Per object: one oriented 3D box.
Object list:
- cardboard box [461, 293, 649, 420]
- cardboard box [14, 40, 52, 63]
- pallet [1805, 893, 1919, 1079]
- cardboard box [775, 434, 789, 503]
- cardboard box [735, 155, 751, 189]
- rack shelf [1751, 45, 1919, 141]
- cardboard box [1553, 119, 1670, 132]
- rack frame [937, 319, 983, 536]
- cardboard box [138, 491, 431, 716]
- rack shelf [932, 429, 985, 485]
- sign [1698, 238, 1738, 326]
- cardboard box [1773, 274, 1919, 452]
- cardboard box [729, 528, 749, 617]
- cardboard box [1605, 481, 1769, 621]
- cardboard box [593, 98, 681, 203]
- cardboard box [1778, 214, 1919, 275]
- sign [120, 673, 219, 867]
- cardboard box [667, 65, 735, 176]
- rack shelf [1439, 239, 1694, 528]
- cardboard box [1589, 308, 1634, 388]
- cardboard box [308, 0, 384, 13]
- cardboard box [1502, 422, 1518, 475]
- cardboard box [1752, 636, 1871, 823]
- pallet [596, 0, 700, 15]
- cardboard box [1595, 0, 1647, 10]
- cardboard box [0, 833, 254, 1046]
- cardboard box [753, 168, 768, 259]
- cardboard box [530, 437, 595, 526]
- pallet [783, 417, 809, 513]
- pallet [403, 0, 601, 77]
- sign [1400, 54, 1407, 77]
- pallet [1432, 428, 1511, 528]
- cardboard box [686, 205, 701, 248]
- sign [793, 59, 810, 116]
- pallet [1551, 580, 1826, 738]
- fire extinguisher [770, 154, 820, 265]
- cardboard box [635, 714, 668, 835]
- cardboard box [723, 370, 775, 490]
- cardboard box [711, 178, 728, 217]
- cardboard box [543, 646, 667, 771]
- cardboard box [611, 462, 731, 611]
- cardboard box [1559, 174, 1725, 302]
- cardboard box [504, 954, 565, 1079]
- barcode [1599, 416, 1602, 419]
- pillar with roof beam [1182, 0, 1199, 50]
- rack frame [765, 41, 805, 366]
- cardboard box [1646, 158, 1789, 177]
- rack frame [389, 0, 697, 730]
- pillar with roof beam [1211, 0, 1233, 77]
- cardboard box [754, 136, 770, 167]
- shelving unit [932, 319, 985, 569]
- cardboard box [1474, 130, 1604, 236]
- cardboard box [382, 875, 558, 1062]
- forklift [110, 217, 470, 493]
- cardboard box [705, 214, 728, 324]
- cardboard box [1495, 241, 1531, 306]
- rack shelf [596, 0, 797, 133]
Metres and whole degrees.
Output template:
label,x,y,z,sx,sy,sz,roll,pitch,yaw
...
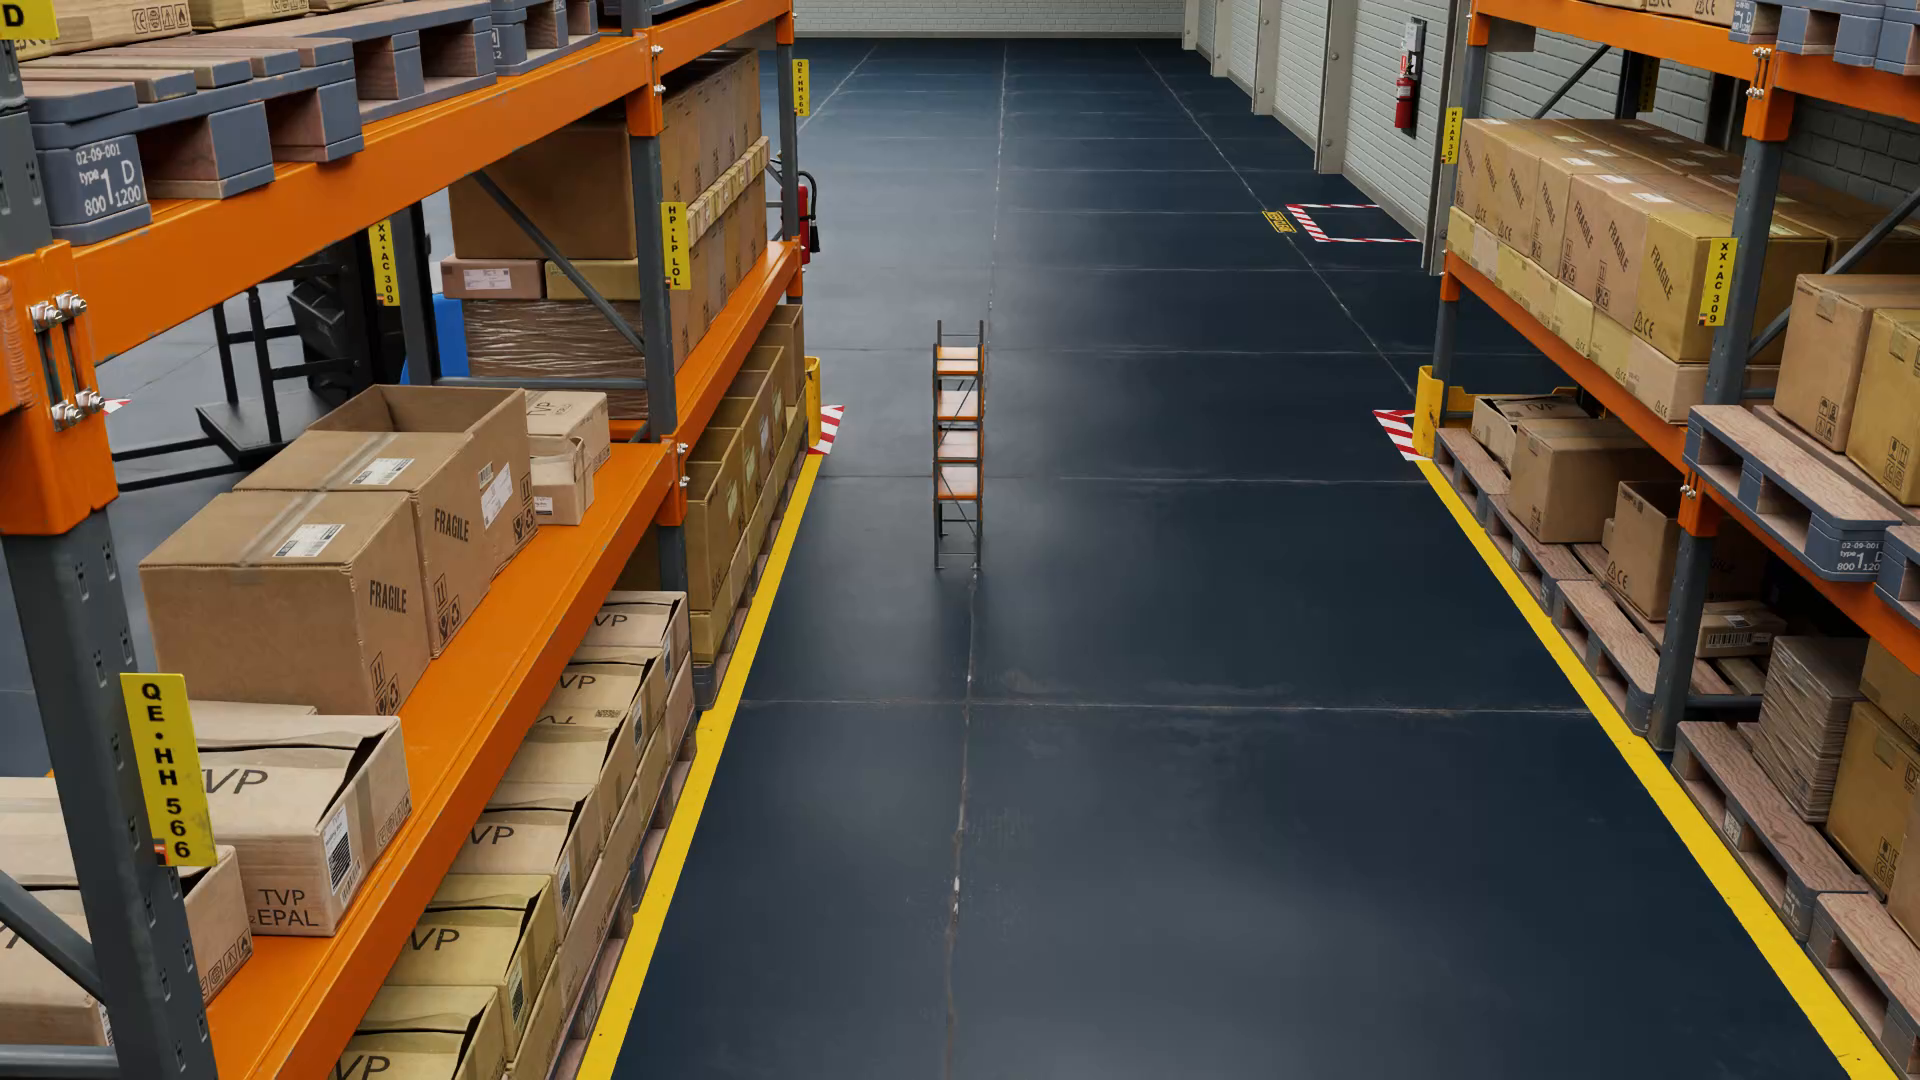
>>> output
label,x,y,z,sx,sy,sz,roll,pitch,yaw
cardboard box,-1.601,-0.805,6.818,0.700,0.500,0.500,0,21,0
cardboard box,-1.773,-0.840,2.528,0.500,0.250,0.500,-1,21,-2
pallet,3.286,1.479,4.925,1.003,0.211,1.213,1,21,2
cardboard box,-1.224,-0.399,9.131,0.500,0.250,0.500,1,21,2
cardboard box,-1.332,-1.975,8.937,0.380,0.149,0.250,1,21,2
rack shelf,3.282,-0.884,4.010,1.077,0.370,4.000,1,21,2
cardboard box,3.663,-2.107,9.456,0.500,0.500,0.500,0,21,1
rack frame,0.002,-0.588,8.885,0.240,1.200,0.015,1,21,2
cardboard box,-1.695,0.195,4.241,0.500,0.500,0.500,0,21,-1
rack shelf,-0.005,-0.437,8.682,0.258,0.148,0.480,1,21,2
sign,2.800,-0.951,6.137,0.100,0.325,0.005,1,21,2
cardboard box,3.293,-0.613,5.715,0.700,0.500,0.500,1,21,2
cardboard box,-1.271,0.143,7.733,0.500,0.250,0.500,1,21,2
cardboard box,3.335,0.040,7.627,0.500,0.500,0.500,-1,21,-2
cardboard box,-1.587,-1.592,7.055,0.700,0.500,0.500,1,21,1
cardboard box,3.566,-1.001,6.606,0.500,0.500,0.500,0,21,0
sign,-1.187,0.348,2.494,0.100,0.325,0.005,1,21,2
cardboard box,-1.541,-2.135,8.453,0.700,0.500,0.500,1,21,2
rack shelf,3.404,-0.932,8.280,1.077,0.370,4.000,1,21,2
cardboard box,3.078,-0.839,7.223,0.500,0.250,0.500,1,21,2
cardboard box,-1.728,-1.431,4.051,0.500,0.250,0.500,-1,21,-3
cardboard box,3.336,-0.487,9.246,0.500,0.311,0.500,2,21,6
cardboard box,3.337,0.682,5.972,0.700,0.500,0.500,1,21,3
pallet,-1.608,-2.264,6.692,1.003,0.211,1.213,1,21,2
cardboard box,3.118,-2.568,7.187,0.500,0.500,0.500,0,21,0
cardboard box,-1.675,0.759,3.049,0.500,0.311,0.500,2,21,5
cardboard box,-1.514,-1.922,9.697,0.700,0.500,0.500,1,21,2
cardboard box,-1.452,-0.215,5.623,0.396,0.266,0.258,0,21,0
pallet,-1.468,-0.467,9.941,1.003,0.211,1.213,1,21,2
pallet,-1.622,-1.588,5.092,0.805,0.209,1.217,0,21,-1
sign,4.724,-5.006,17.735,0.001,0.329,0.234,1,21,2
pallet,3.402,-0.370,9.691,1.003,0.211,1.213,1,21,2
cardboard box,-1.377,-1.411,7.484,0.380,0.149,0.250,0,21,0
sign,-0.945,-2.683,9.869,0.100,0.325,0.005,1,21,2
pallet,3.328,0.512,7.417,1.003,0.211,1.213,1,21,2
fire extinguisher,-1.019,-2.046,10.261,0.296,0.674,0.183,1,21,2
cardboard box,-1.349,0.824,5.978,0.500,0.250,0.500,0,21,1
cardboard box,-1.238,-0.568,8.530,0.500,0.500,0.500,1,21,2
cardboard box,-1.353,-1.692,8.208,0.380,0.149,0.250,0,21,1
cardboard box,-1.344,0.565,5.872,0.500,0.311,0.500,1,21,3
cardboard box,-1.281,-0.025,7.132,0.500,0.500,0.500,1,21,2
cardboard box,3.084,-1.370,7.557,0.500,0.500,0.500,0,21,0
cardboard box,-1.396,1.379,4.549,0.500,0.250,0.500,0,21,0
barcode,3.753,-0.687,9.748,0.001,0.075,0.075,1,21,2
pillar with roof beam,0.917,-15.419,36.329,9.100,9.000,0.400,1,21,2
rack frame,-1.487,-2.044,10.150,1.000,3.000,0.127,1,21,2
cardboard box,3.611,-1.556,8.036,0.500,0.500,0.500,1,21,2
rack frame,-1.609,-0.598,6.423,1.000,3.000,0.127,1,21,2
pillar with roof beam,0.735,-13.250,30.738,9.100,9.000,0.400,1,21,2
cardboard box,-1.308,-2.253,9.653,0.380,0.149,0.250,0,21,1
shelving unit,-0.005,-0.500,8.658,0.258,1.200,0.503,1,21,2
cardboard box,3.125,-1.932,9.004,0.500,0.500,0.500,1,21,2
cardboard box,-1.395,1.113,4.460,0.500,0.311,0.500,0,21,0
forklift,-3.968,-1.791,9.592,3.031,2.935,1.130,-14,25,-33
cardboard box,-1.558,-1.362,8.255,0.700,0.500,0.500,1,21,3
cardboard box,3.109,-1.385,8.632,0.500,0.250,0.500,0,21,1
rack shelf,-1.548,-2.384,7.874,1.077,0.370,4.000,1,21,2
